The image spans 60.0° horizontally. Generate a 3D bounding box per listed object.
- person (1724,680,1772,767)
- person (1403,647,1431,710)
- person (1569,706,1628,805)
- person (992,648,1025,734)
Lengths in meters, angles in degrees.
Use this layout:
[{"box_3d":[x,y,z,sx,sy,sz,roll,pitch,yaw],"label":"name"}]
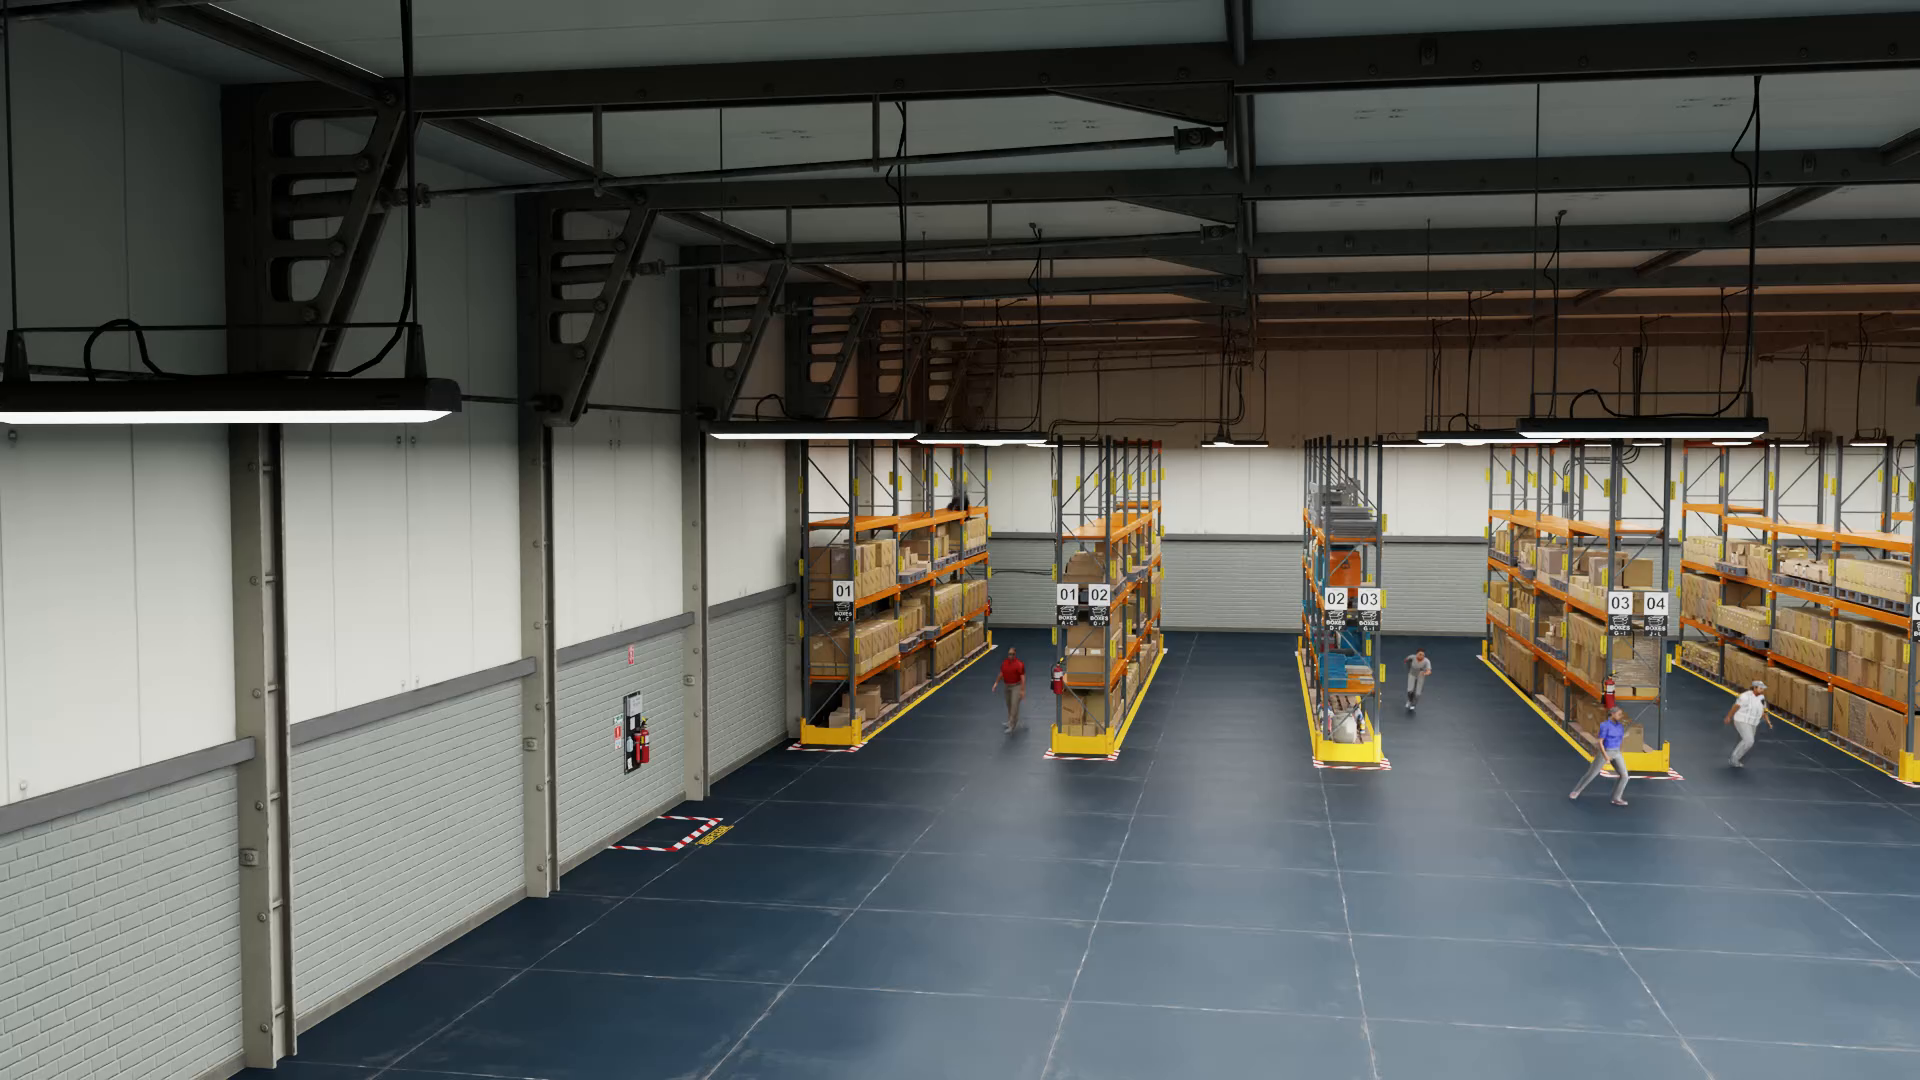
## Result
[{"box_3d":[14.183,3.301,29.887,0.593,1.606,0.702,-1,3,-24],"label":"person"},{"box_3d":[9.970,3.029,36.264,0.563,1.438,0.948,1,3,13],"label":"person"},{"box_3d":[10.337,3.467,26.935,0.765,1.590,0.695,-1,3,-16],"label":"person"},{"box_3d":[1.028,3.084,33.960,0.726,1.638,0.781,3,4,43],"label":"person"}]
